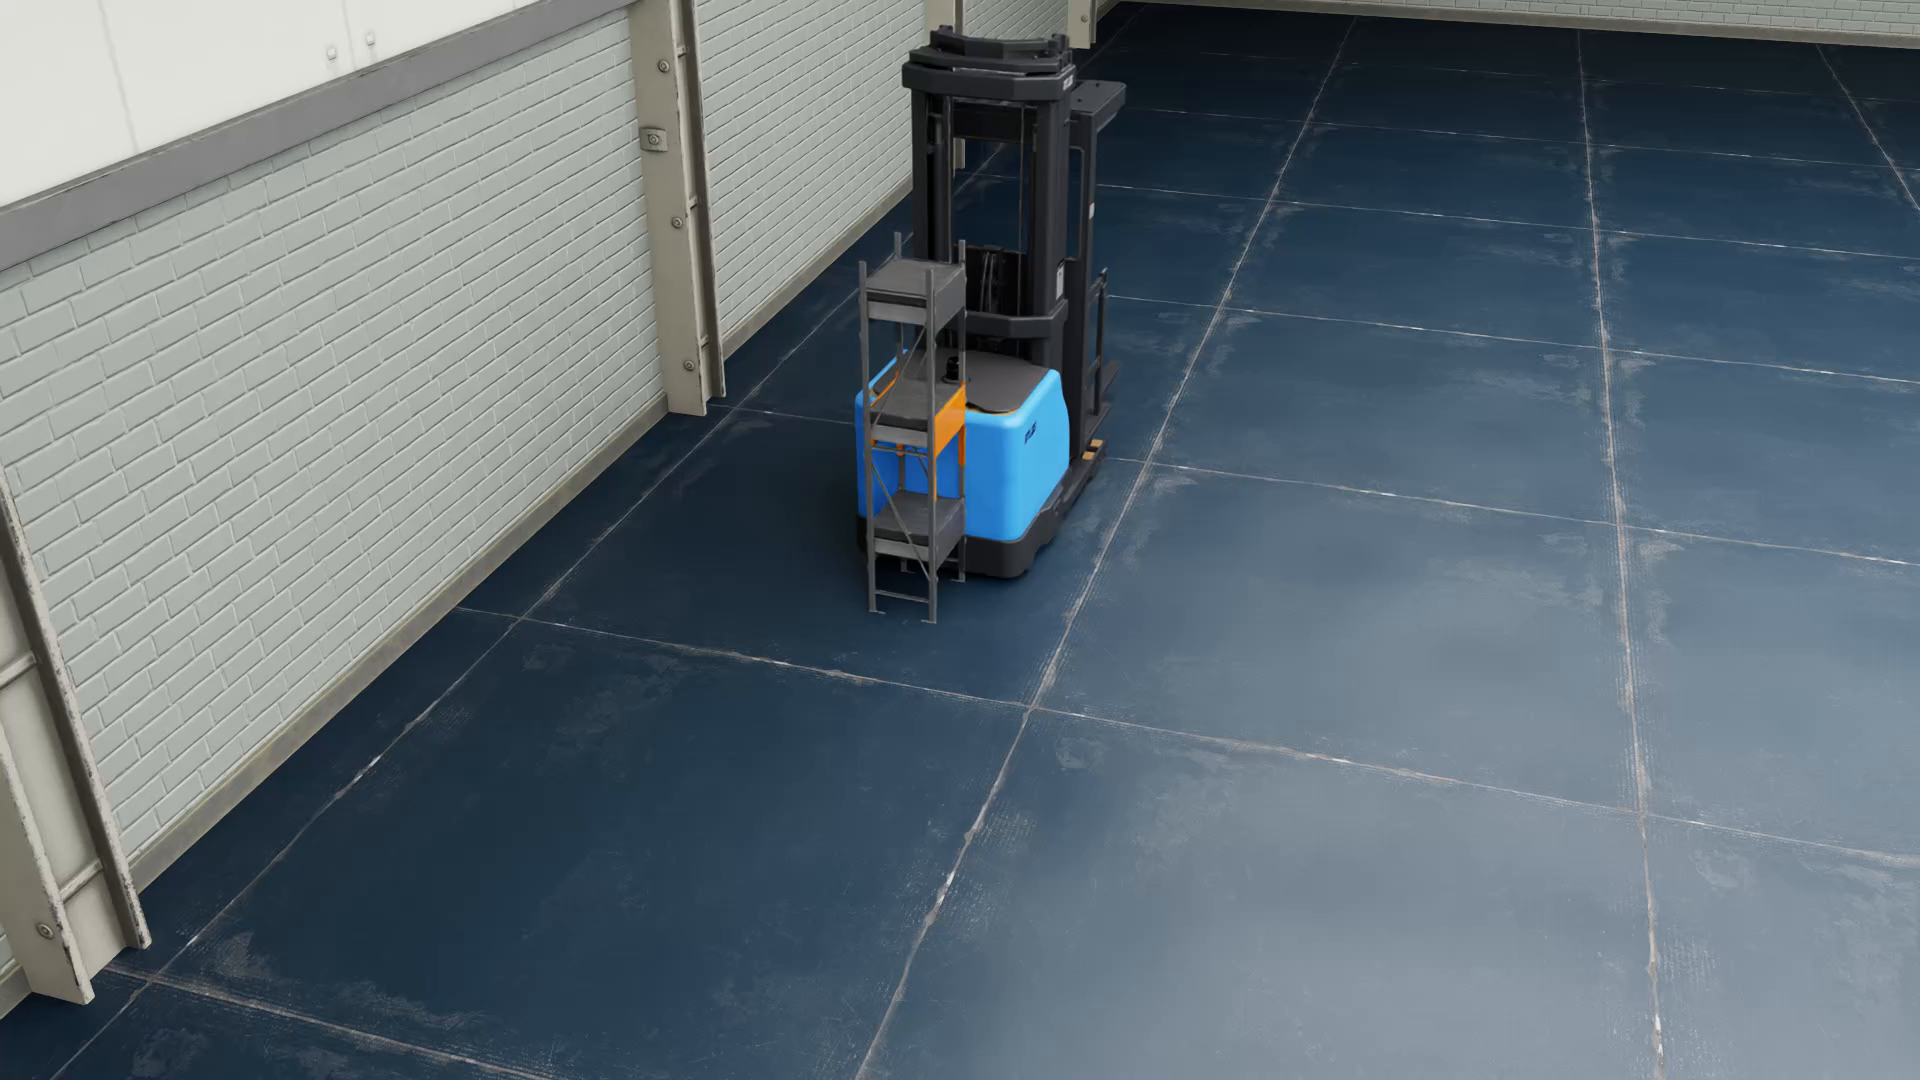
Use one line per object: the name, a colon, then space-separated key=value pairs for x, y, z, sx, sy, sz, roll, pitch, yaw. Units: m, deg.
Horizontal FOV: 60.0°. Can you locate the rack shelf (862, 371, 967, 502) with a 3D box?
rack shelf: x=-0.244 y=-0.573 z=9.148 sx=0.431 sy=0.518 sz=0.480 roll=10 pitch=31 yaw=17

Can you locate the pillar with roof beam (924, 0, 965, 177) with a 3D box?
pillar with roof beam: x=3.963 y=-7.101 z=13.758 sx=9.100 sy=9.000 sz=0.400 roll=8 pitch=30 yaw=15

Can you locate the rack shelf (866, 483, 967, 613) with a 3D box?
rack shelf: x=-0.244 y=0.039 z=9.488 sx=0.431 sy=0.518 sz=0.480 roll=10 pitch=31 yaw=17

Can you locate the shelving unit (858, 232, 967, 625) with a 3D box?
shelving unit: x=-0.244 y=-0.585 z=9.141 sx=0.431 sy=2.100 sz=0.503 roll=10 pitch=31 yaw=17

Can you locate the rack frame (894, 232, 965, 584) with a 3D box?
rack frame: x=-0.162 y=-0.696 z=9.342 sx=0.400 sy=2.100 sz=0.015 roll=10 pitch=31 yaw=17

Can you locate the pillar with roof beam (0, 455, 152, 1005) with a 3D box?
pillar with roof beam: x=0.440 y=-1.524 z=3.733 sx=9.100 sy=9.000 sz=0.400 roll=8 pitch=30 yaw=15

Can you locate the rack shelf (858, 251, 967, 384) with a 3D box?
rack shelf: x=-0.244 y=-1.184 z=8.807 sx=0.431 sy=0.518 sz=0.480 roll=10 pitch=31 yaw=17

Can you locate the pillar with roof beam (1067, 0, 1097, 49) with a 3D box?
pillar with roof beam: x=5.724 y=-9.889 z=18.770 sx=9.100 sy=9.000 sz=0.400 roll=8 pitch=30 yaw=15

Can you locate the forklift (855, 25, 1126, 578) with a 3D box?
forklift: x=0.353 y=-1.760 z=10.398 sx=1.130 sy=2.935 sz=3.031 roll=10 pitch=31 yaw=17

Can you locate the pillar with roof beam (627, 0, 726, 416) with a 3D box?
pillar with roof beam: x=2.201 y=-4.313 z=8.746 sx=9.100 sy=9.000 sz=0.400 roll=8 pitch=30 yaw=15

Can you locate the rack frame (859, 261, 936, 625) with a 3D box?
rack frame: x=-0.327 y=-0.473 z=8.940 sx=0.400 sy=2.100 sz=0.015 roll=10 pitch=31 yaw=17
